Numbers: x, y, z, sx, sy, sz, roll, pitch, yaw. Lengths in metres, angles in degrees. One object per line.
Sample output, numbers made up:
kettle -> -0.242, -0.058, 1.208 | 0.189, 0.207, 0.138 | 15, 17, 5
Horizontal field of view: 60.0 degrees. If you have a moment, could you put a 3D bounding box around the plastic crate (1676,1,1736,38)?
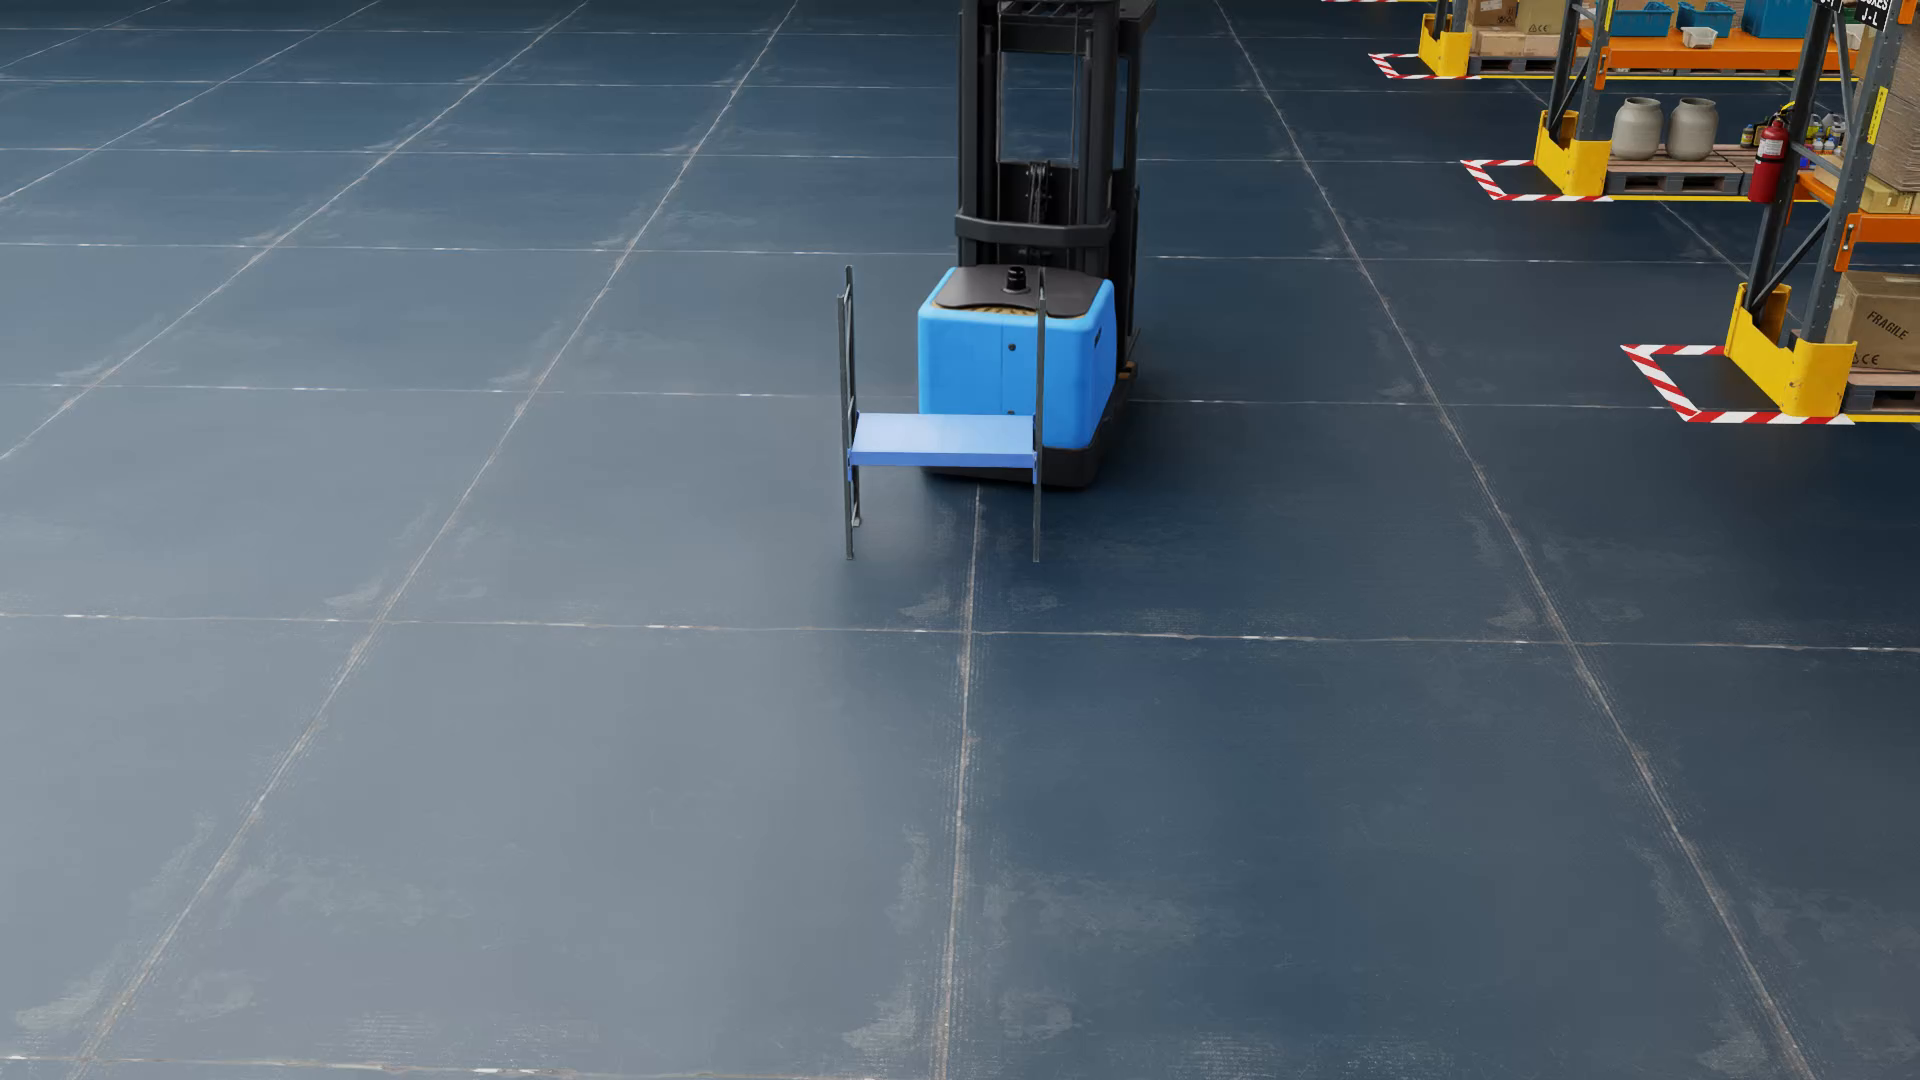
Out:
plastic crate -> 6.802, -4.765, 15.195 | 0.408, 0.251, 0.499 | 1, 28, 2

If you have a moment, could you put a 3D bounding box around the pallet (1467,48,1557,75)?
pallet -> 6.587, -5.806, 19.977 | 1.213, 0.211, 1.003 | 1, 28, 2

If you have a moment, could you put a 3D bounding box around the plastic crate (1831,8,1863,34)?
plastic crate -> 8.293, -4.707, 15.153 | 0.662, 0.188, 0.450 | 1, 28, 2

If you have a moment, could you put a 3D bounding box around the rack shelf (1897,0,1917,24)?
rack shelf -> 7.466, -3.368, 9.967 | 4.000, 0.370, 1.077 | 1, 28, 2

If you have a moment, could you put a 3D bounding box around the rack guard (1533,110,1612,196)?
rack guard -> 5.720, -3.629, 15.561 | 0.348, 0.500, 1.175 | 1, 28, 2

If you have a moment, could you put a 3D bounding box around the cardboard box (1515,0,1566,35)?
cardboard box -> 6.849, -6.212, 19.453 | 0.500, 0.500, 0.500 | 1, 28, 2

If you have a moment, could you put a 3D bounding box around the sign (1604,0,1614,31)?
sign -> 5.619, -4.577, 14.386 | 0.005, 0.325, 0.100 | 1, 28, 2

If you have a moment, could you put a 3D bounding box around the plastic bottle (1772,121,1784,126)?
plastic bottle -> 7.744, -3.861, 15.770 | 0.135, 0.276, 0.152 | 1, 28, 2

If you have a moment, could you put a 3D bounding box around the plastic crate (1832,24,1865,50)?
plastic crate -> 8.008, -4.438, 14.701 | 0.437, 0.136, 0.530 | 1, 28, 2

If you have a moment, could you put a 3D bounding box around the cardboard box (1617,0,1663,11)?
cardboard box -> 7.848, -6.194, 19.418 | 0.500, 0.500, 0.500 | 1, 28, 2

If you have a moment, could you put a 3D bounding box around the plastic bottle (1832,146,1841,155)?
plastic bottle -> 7.985, -3.486, 15.141 | 0.097, 0.201, 0.097 | 0, 28, 0

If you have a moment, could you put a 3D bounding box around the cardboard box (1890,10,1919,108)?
cardboard box -> 6.008, -2.875, 9.978 | 0.500, 0.500, 0.500 | 1, 28, 2

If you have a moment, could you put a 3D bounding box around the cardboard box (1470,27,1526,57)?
cardboard box -> 6.349, -5.889, 19.643 | 0.500, 0.250, 0.500 | 1, 28, 2

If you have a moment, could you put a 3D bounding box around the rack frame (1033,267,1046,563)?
rack frame -> 0.423, -0.656, 8.886 | 0.032, 1.500, 0.500 | 1, 28, 2

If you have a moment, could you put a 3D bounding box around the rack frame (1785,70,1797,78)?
rack frame -> 9.819, -6.965, 19.186 | 0.127, 3.000, 1.000 | 1, 28, 2

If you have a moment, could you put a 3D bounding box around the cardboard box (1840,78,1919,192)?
cardboard box -> 6.016, -2.548, 10.429 | 0.500, 0.500, 0.875 | 1, 28, 2

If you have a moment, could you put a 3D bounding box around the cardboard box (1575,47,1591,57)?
cardboard box -> 7.349, -5.873, 19.615 | 0.500, 0.250, 0.500 | 1, 28, 2

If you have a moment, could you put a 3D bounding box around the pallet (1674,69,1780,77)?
pallet -> 9.025, -5.765, 19.901 | 1.213, 0.211, 1.003 | 1, 28, 2

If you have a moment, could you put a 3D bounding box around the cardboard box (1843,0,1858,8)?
cardboard box -> 10.754, -6.305, 19.830 | 0.500, 0.311, 0.500 | 2, 28, 3

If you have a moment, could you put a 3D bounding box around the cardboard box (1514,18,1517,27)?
cardboard box -> 6.868, -6.128, 20.095 | 0.500, 0.250, 0.500 | 1, 28, 2

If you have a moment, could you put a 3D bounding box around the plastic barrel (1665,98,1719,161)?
plastic barrel -> 6.804, -3.815, 15.452 | 0.421, 0.512, 0.421 | 0, 28, 0

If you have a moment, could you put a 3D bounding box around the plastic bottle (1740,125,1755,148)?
plastic bottle -> 7.493, -3.845, 15.819 | 0.097, 0.201, 0.097 | 0, 28, 0

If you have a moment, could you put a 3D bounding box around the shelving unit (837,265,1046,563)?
shelving unit -> -0.085, -0.664, 8.901 | 1.048, 1.500, 0.538 | 1, 28, 2

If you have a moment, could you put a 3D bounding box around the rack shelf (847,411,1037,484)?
rack shelf -> -0.085, -0.505, 8.986 | 1.000, 0.185, 0.538 | 1, 28, 2

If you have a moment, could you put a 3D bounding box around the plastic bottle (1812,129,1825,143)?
plastic bottle -> 8.088, -3.768, 15.673 | 0.097, 0.201, 0.097 | 0, 28, 0

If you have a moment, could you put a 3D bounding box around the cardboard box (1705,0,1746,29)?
cardboard box -> 8.848, -6.186, 19.403 | 0.500, 0.500, 0.500 | 1, 28, 2

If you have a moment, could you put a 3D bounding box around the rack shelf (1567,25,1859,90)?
rack shelf -> 7.641, -4.361, 15.043 | 4.000, 0.370, 1.077 | 1, 28, 2

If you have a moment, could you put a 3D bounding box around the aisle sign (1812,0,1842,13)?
aisle sign -> 5.416, -3.684, 10.221 | 0.004, 0.787, 0.394 | 1, 28, 2

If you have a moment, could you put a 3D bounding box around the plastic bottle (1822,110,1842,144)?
plastic bottle -> 8.234, -3.888, 15.740 | 0.185, 0.351, 0.144 | 1, 28, 1

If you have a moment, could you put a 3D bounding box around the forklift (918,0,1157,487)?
forklift -> 0.583, -2.275, 10.413 | 1.130, 2.935, 3.031 | 6, 29, 12

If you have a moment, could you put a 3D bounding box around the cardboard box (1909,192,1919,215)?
cardboard box -> 5.993, -2.154, 10.378 | 0.250, 0.149, 0.380 | 1, 28, 2

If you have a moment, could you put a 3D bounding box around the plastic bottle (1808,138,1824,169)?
plastic bottle -> 7.786, -3.520, 15.130 | 0.097, 0.271, 0.097 | 0, 28, 0

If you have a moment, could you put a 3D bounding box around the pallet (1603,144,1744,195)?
pallet -> 6.532, -3.485, 15.599 | 1.213, 0.211, 1.003 | 1, 28, 2

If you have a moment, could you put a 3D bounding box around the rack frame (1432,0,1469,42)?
rack frame -> 5.821, -7.031, 19.310 | 0.127, 3.000, 1.000 | 1, 28, 2

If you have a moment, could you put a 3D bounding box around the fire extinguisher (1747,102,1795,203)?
fire extinguisher -> 5.370, -2.577, 10.992 | 0.183, 0.674, 0.296 | 1, 28, 2
